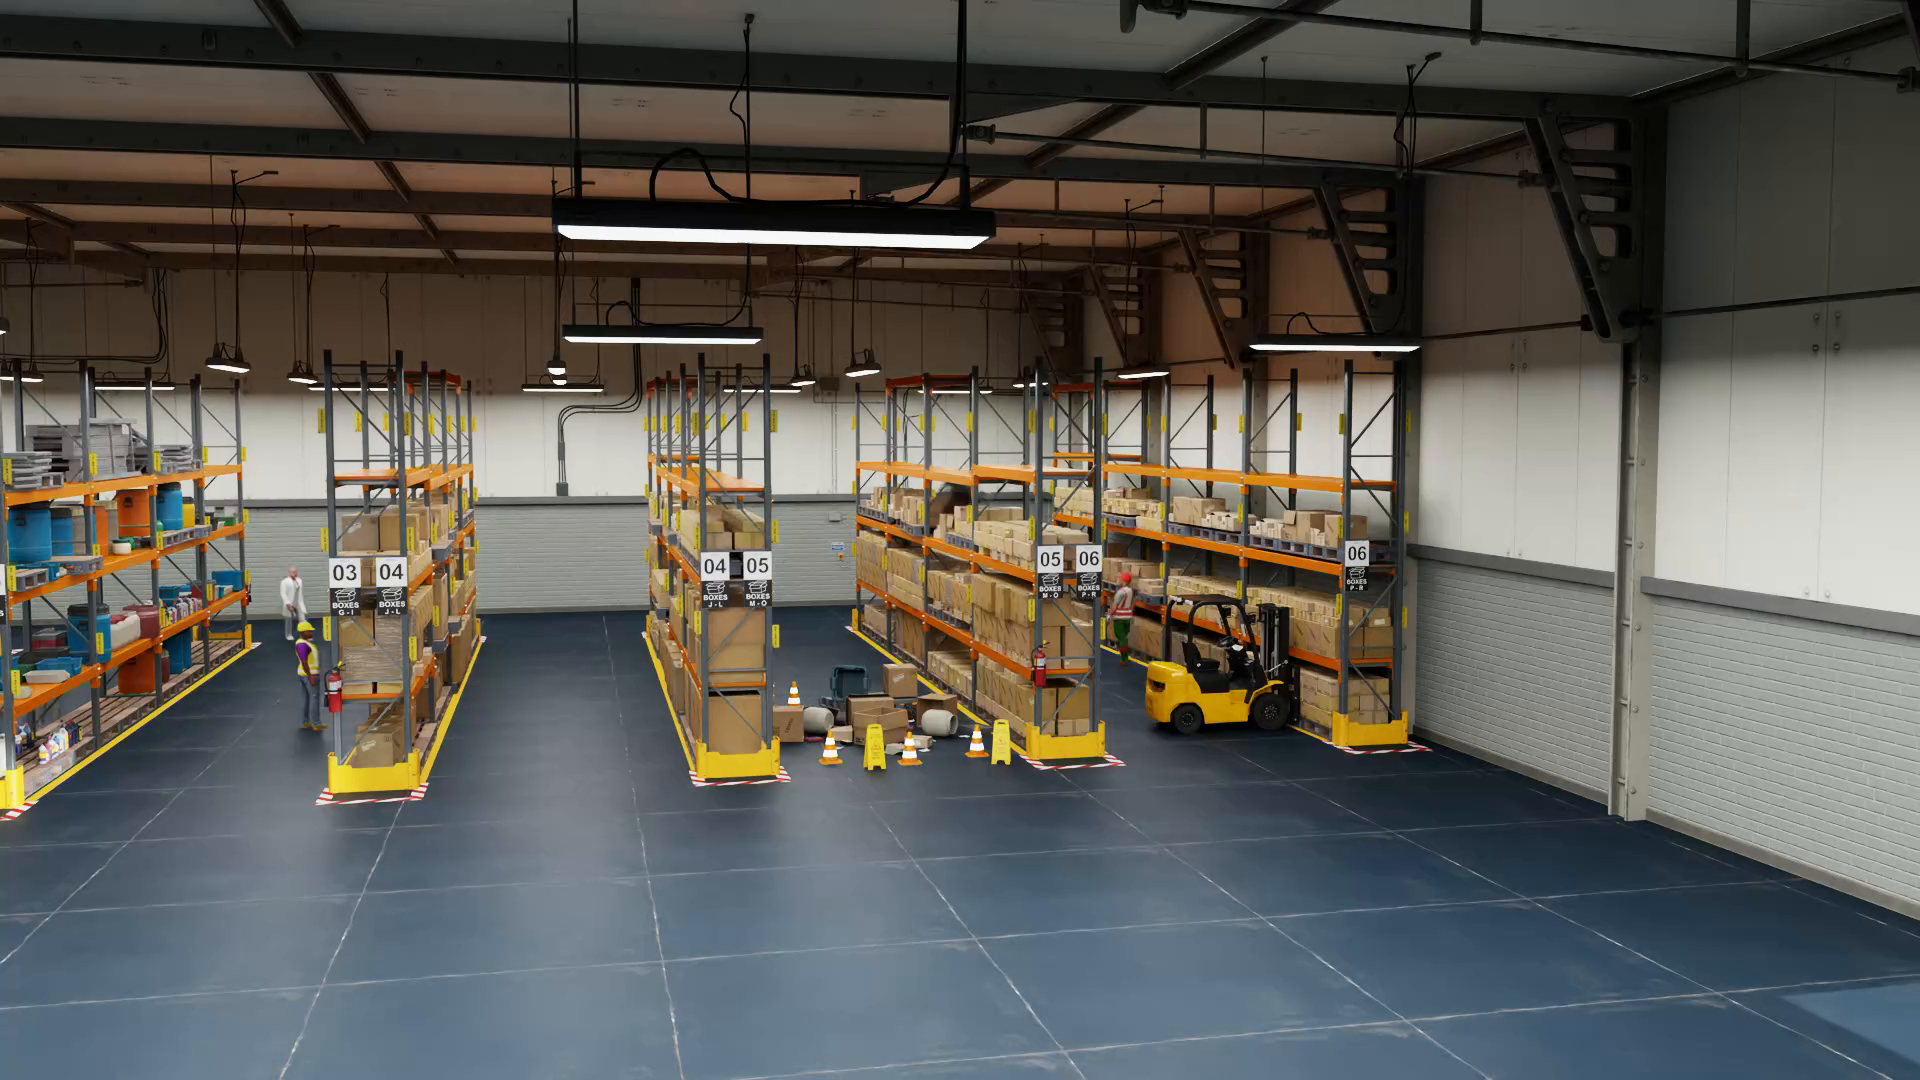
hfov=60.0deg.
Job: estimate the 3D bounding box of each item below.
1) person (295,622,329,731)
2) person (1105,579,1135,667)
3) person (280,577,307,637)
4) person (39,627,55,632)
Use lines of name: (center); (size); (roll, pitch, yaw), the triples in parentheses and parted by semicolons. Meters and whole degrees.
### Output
person: (-10.619, 2.218, 27.204); (0.495, 1.759, 0.621); (-3, 5, -33)
person: (3.149, 1.606, 32.434); (0.621, 1.821, 0.491); (-2, 4, -27)
person: (-15.268, 1.602, 38.068); (0.584, 1.351, 0.960); (-3, 5, -36)
person: (-14.978, 1.831, 27.329); (0.347, 0.812, 0.433); (3, 5, 35)
